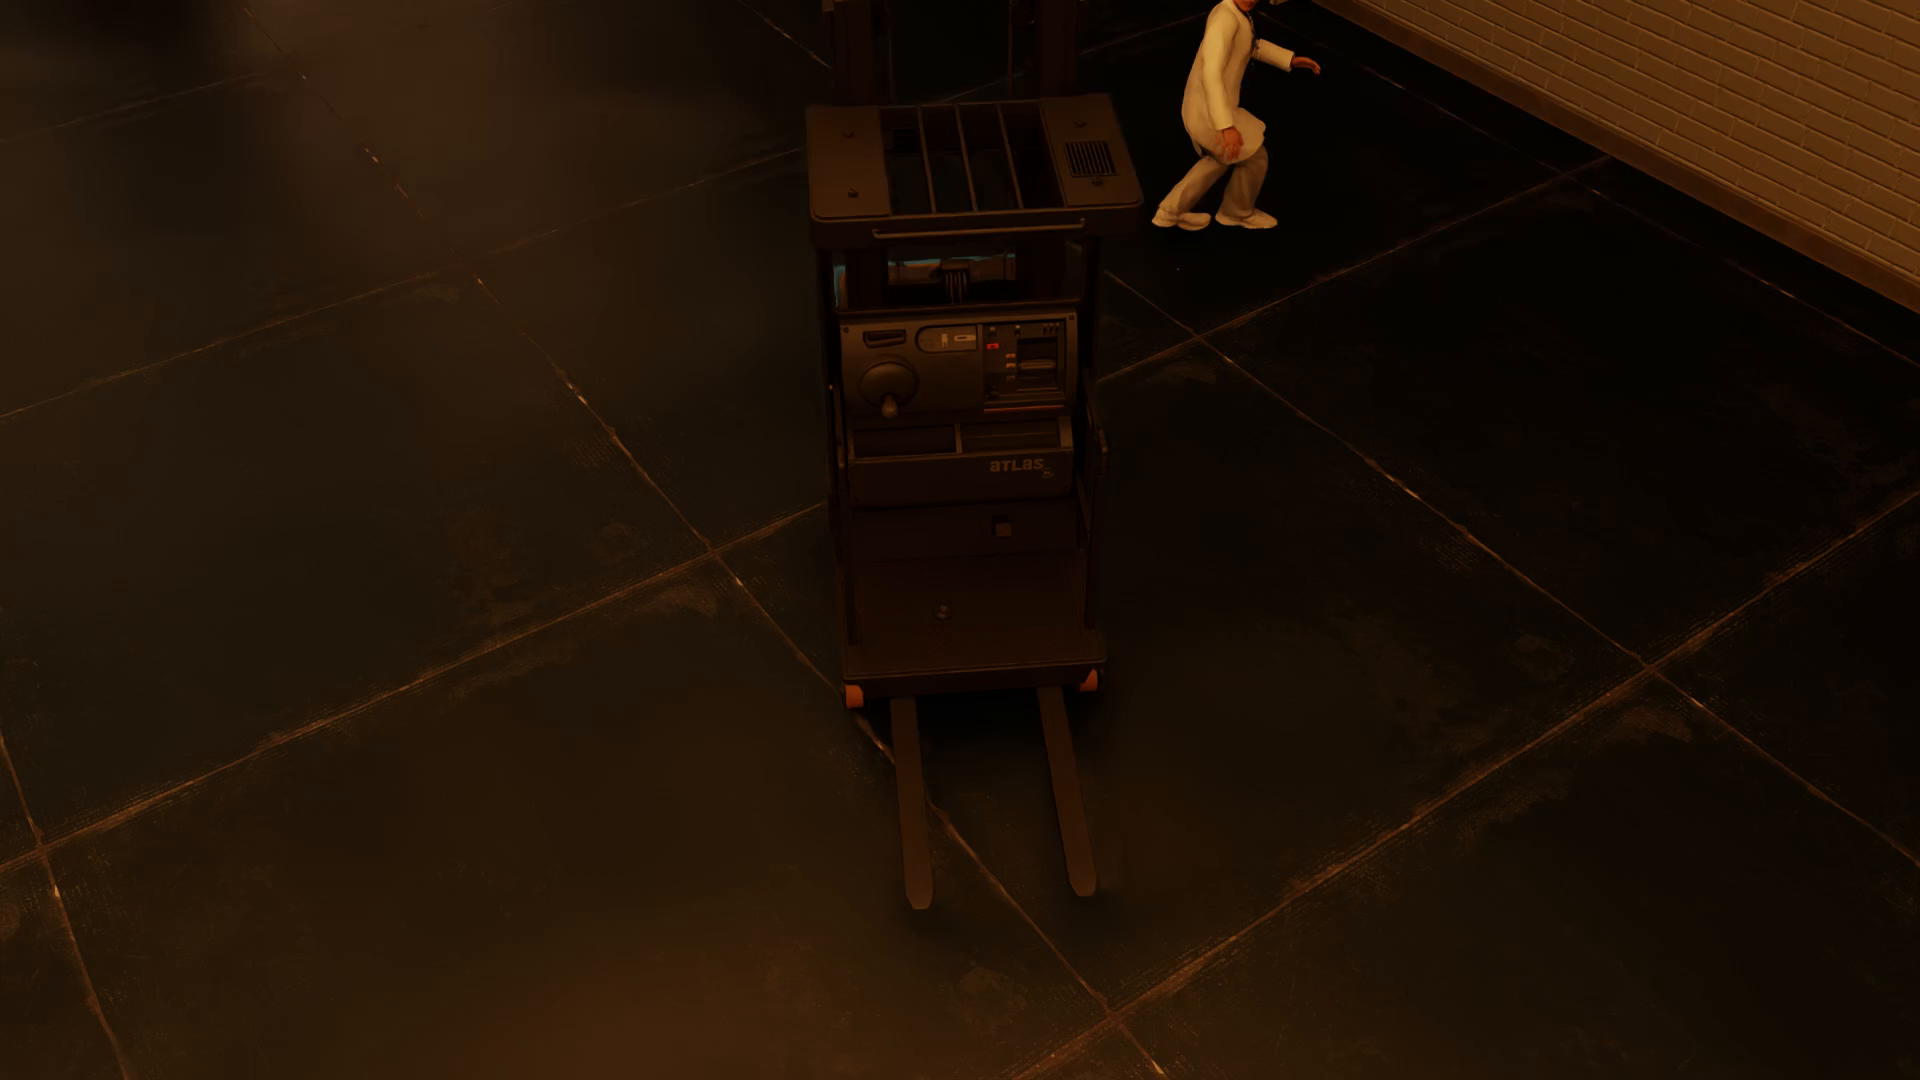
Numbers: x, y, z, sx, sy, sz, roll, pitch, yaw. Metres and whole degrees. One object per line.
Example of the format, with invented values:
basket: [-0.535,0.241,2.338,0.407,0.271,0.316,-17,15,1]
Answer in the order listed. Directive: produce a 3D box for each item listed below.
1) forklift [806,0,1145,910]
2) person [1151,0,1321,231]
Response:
forklift: [0.022,-0.604,6.371,1.130,2.935,3.031,-4,43,-4]
person: [1.571,-2.371,9.256,0.907,1.650,0.912,-3,43,-4]
